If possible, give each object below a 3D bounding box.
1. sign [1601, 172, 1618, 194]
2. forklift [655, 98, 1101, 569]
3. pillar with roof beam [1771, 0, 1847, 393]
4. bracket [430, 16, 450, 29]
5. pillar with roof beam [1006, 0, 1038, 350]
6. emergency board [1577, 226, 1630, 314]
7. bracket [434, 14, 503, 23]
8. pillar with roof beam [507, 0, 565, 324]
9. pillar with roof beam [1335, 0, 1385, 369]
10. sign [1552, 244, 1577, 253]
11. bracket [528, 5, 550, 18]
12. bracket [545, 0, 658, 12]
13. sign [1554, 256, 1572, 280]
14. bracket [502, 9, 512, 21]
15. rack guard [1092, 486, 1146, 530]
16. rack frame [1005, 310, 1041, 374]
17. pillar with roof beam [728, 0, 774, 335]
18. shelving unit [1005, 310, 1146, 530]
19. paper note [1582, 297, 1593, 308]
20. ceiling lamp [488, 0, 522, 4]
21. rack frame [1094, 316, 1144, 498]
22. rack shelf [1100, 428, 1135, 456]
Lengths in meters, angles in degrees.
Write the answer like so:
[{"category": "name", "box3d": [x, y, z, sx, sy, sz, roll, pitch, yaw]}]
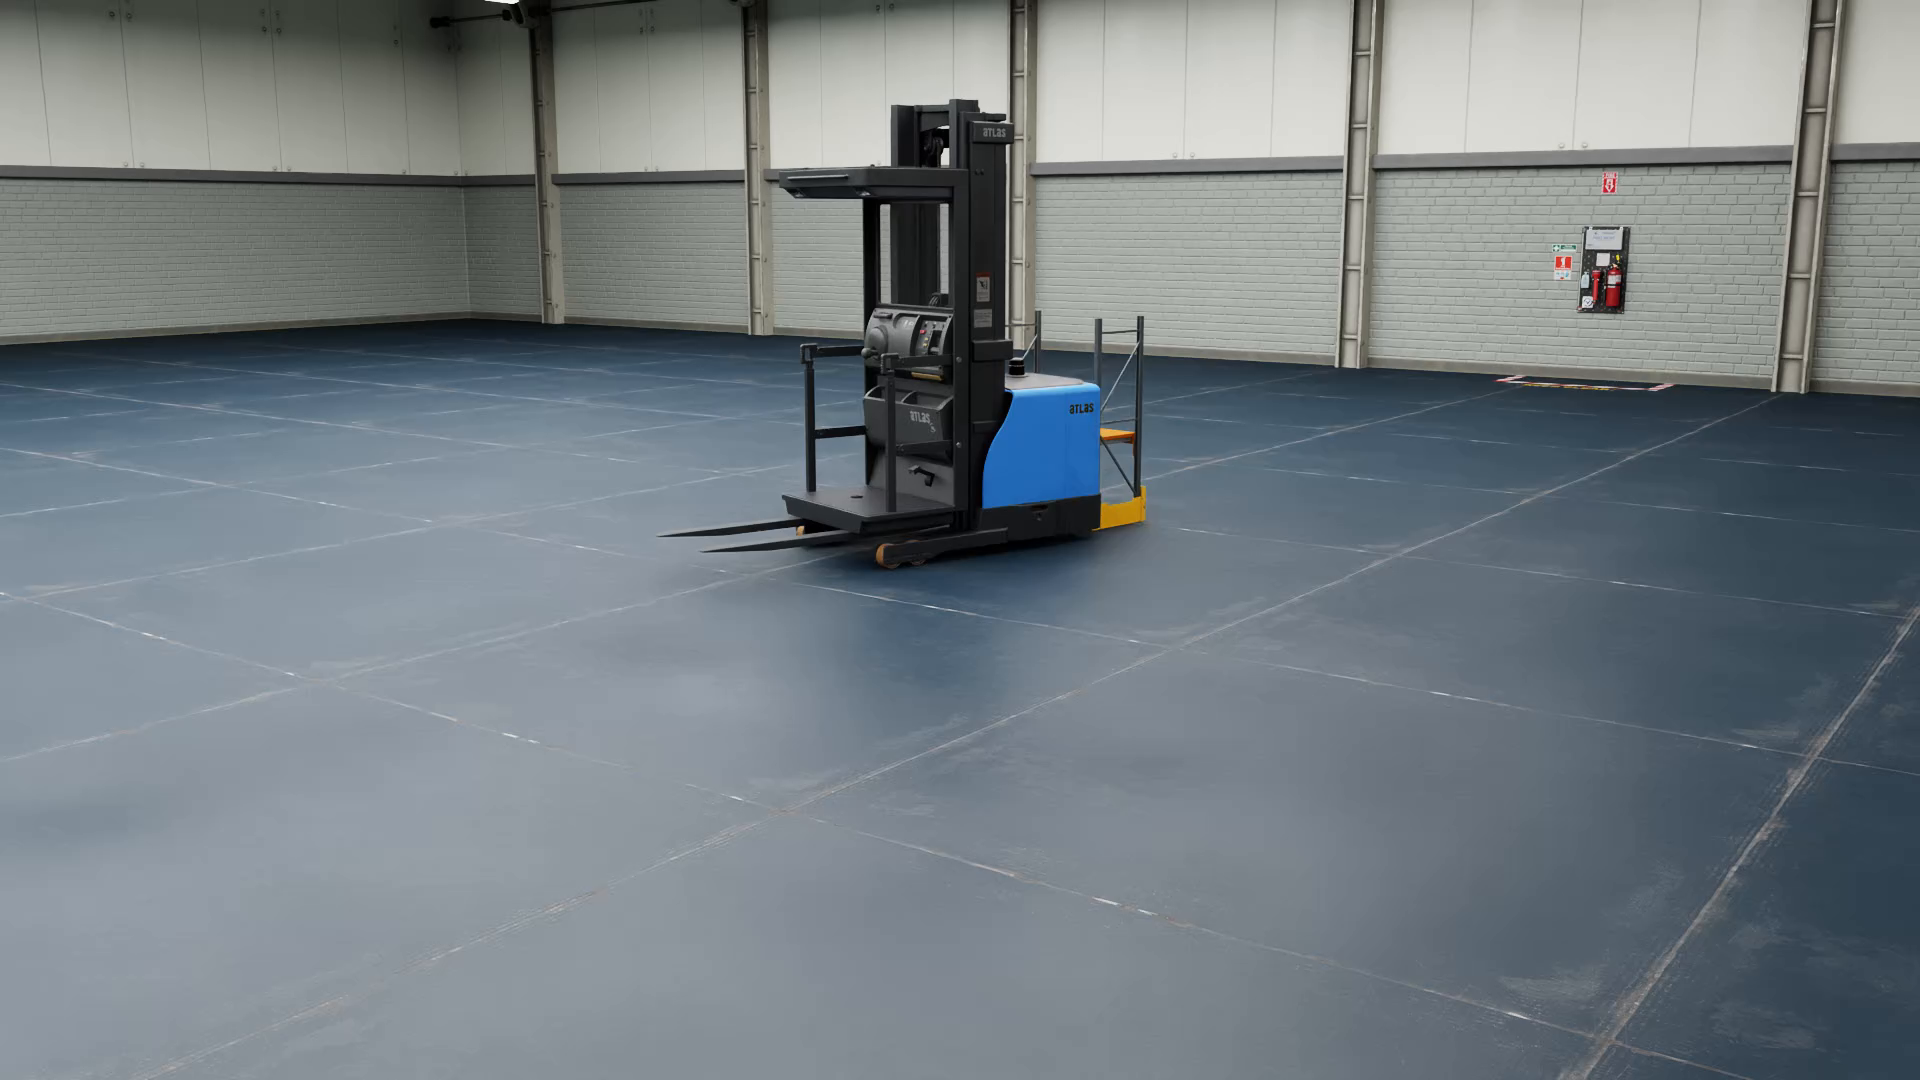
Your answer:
[{"category": "sign", "box3d": [8.782, -4.826, 22.477, 0.199, 0.298, 0.001, 8, 13, 36]}, {"category": "forklift", "box3d": [-0.512, -1.369, 10.891, 3.031, 2.935, 1.130, -8, 13, -35]}, {"category": "pillar with roof beam", "box3d": [8.151, -5.675, 17.171, 0.400, 9.000, 9.100, 8, 13, 36]}, {"category": "bracket", "box3d": [-11.100, -11.058, 35.521, 0.430, 0.232, 0.235, 8, 13, 36]}, {"category": "pillar with roof beam", "box3d": [-1.521, -7.024, 24.145, 0.400, 9.000, 9.100, 8, 13, 36]}, {"category": "emergency board", "box3d": [8.730, -3.672, 22.614, 0.643, 1.169, 0.194, 8, 13, 36]}, {"category": "bracket", "box3d": [-10.624, -10.992, 35.178, 3.189, 0.066, 0.076, 8, 13, 36]}, {"category": "pillar with roof beam", "box3d": [-11.193, -8.373, 31.118, 0.548, 9.000, 9.100, 8, 13, 36]}, {"category": "pillar with roof beam", "box3d": [3.315, -6.349, 20.658, 0.400, 9.000, 9.100, 8, 13, 36]}, {"category": "sign", "box3d": [8.344, -4.026, 22.954, 0.331, 0.109, 0.001, 8, 13, 36]}, {"category": "bracket", "box3d": [-8.521, -10.698, 33.661, 0.430, 0.232, 0.235, 8, 13, 36]}, {"category": "bracket", "box3d": [-6.444, -10.409, 32.164, 4.783, 0.066, 0.076, 8, 13, 36]}, {"category": "sign", "box3d": [8.345, -3.768, 23.014, 0.234, 0.329, 0.001, 8, 13, 36]}, {"category": "bracket", "box3d": [-9.190, -10.792, 34.144, 0.430, 0.232, 0.235, 8, 13, 36]}, {"category": "rack guard", "box3d": [1.136, -0.235, 12.085, 0.587, 0.250, 0.087, -10, 15, -43]}, {"category": "rack frame", "box3d": [0.432, -0.987, 12.685, 0.500, 1.500, 0.032, -10, 15, -43]}, {"category": "pillar with roof beam", "box3d": [-6.357, -7.699, 27.632, 0.548, 9.000, 9.100, 8, 13, 36]}, {"category": "shelving unit", "box3d": [0.791, -0.917, 12.319, 0.587, 1.500, 1.083, -10, 15, -43]}, {"category": "paper note", "box3d": [8.628, -3.270, 22.855, 0.142, 0.148, 0.016, 8, 13, 36]}, {"category": "ceiling lamp", "box3d": [-8.467, -10.704, 27.800, 0.800, 3.185, 2.000, 8, 13, 36]}, {"category": "rack frame", "box3d": [1.137, -0.848, 11.966, 0.500, 1.500, 0.032, -10, 15, -43]}, {"category": "rack shelf", "box3d": [0.784, -0.741, 12.359, 0.538, 0.185, 1.000, -10, 15, -43]}]
